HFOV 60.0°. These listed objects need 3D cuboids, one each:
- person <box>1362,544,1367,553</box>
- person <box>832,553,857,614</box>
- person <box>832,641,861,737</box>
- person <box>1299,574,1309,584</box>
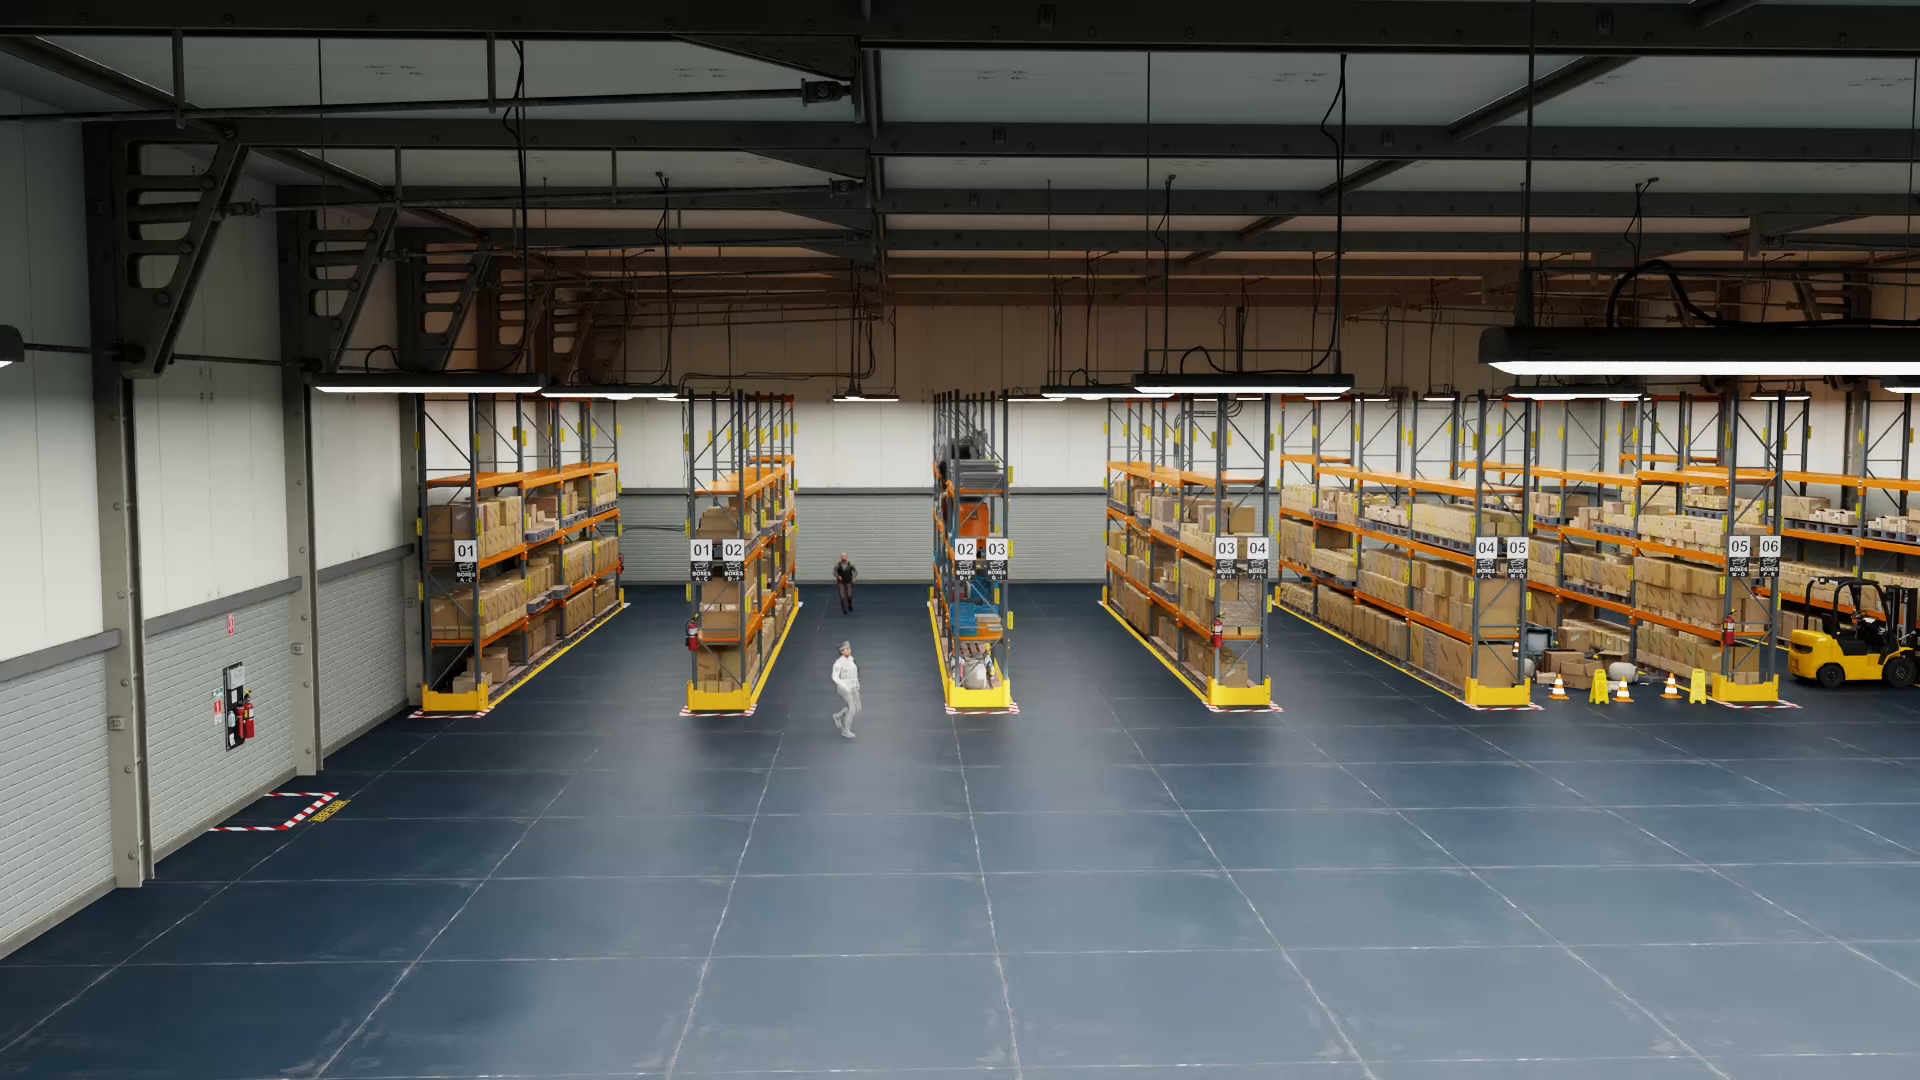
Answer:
[{"bbox_3d":[11.344,1.017,46.906,0.690,1.804,0.929,0,5,-5],"label":"person"},{"bbox_3d":[-3.134,1.194,45.357,0.687,1.680,0.559,0,5,-6],"label":"person"},{"bbox_3d":[-1.986,2.562,28.720,0.511,1.668,0.618,3,5,31],"label":"person"},{"bbox_3d":[10.164,0.957,49.168,1.011,1.468,0.606,4,6,39],"label":"person"}]
